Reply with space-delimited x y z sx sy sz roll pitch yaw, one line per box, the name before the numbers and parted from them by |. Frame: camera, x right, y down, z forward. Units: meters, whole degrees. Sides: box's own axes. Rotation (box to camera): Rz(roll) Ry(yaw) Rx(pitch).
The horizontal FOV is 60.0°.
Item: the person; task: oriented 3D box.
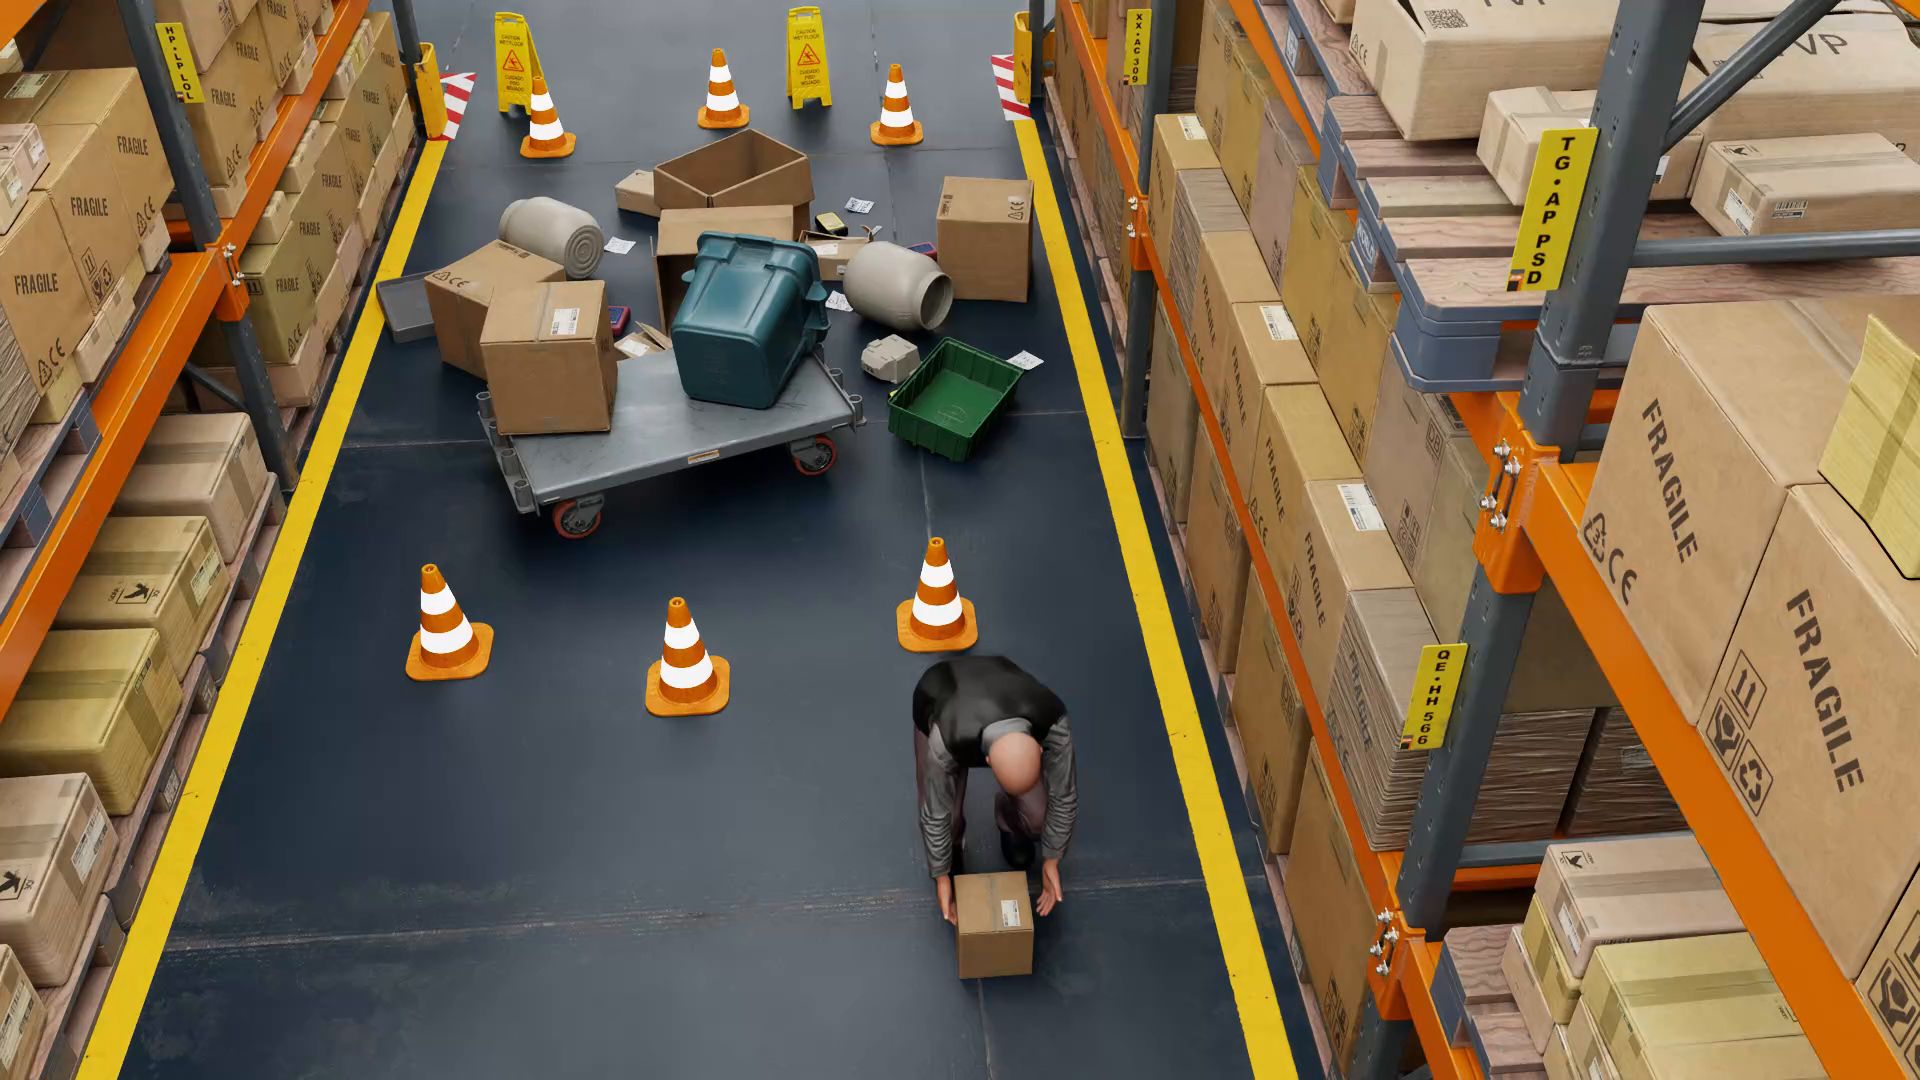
person | 0.115 0.782 5.748 0.541 0.926 0.859 -3 39 -4
